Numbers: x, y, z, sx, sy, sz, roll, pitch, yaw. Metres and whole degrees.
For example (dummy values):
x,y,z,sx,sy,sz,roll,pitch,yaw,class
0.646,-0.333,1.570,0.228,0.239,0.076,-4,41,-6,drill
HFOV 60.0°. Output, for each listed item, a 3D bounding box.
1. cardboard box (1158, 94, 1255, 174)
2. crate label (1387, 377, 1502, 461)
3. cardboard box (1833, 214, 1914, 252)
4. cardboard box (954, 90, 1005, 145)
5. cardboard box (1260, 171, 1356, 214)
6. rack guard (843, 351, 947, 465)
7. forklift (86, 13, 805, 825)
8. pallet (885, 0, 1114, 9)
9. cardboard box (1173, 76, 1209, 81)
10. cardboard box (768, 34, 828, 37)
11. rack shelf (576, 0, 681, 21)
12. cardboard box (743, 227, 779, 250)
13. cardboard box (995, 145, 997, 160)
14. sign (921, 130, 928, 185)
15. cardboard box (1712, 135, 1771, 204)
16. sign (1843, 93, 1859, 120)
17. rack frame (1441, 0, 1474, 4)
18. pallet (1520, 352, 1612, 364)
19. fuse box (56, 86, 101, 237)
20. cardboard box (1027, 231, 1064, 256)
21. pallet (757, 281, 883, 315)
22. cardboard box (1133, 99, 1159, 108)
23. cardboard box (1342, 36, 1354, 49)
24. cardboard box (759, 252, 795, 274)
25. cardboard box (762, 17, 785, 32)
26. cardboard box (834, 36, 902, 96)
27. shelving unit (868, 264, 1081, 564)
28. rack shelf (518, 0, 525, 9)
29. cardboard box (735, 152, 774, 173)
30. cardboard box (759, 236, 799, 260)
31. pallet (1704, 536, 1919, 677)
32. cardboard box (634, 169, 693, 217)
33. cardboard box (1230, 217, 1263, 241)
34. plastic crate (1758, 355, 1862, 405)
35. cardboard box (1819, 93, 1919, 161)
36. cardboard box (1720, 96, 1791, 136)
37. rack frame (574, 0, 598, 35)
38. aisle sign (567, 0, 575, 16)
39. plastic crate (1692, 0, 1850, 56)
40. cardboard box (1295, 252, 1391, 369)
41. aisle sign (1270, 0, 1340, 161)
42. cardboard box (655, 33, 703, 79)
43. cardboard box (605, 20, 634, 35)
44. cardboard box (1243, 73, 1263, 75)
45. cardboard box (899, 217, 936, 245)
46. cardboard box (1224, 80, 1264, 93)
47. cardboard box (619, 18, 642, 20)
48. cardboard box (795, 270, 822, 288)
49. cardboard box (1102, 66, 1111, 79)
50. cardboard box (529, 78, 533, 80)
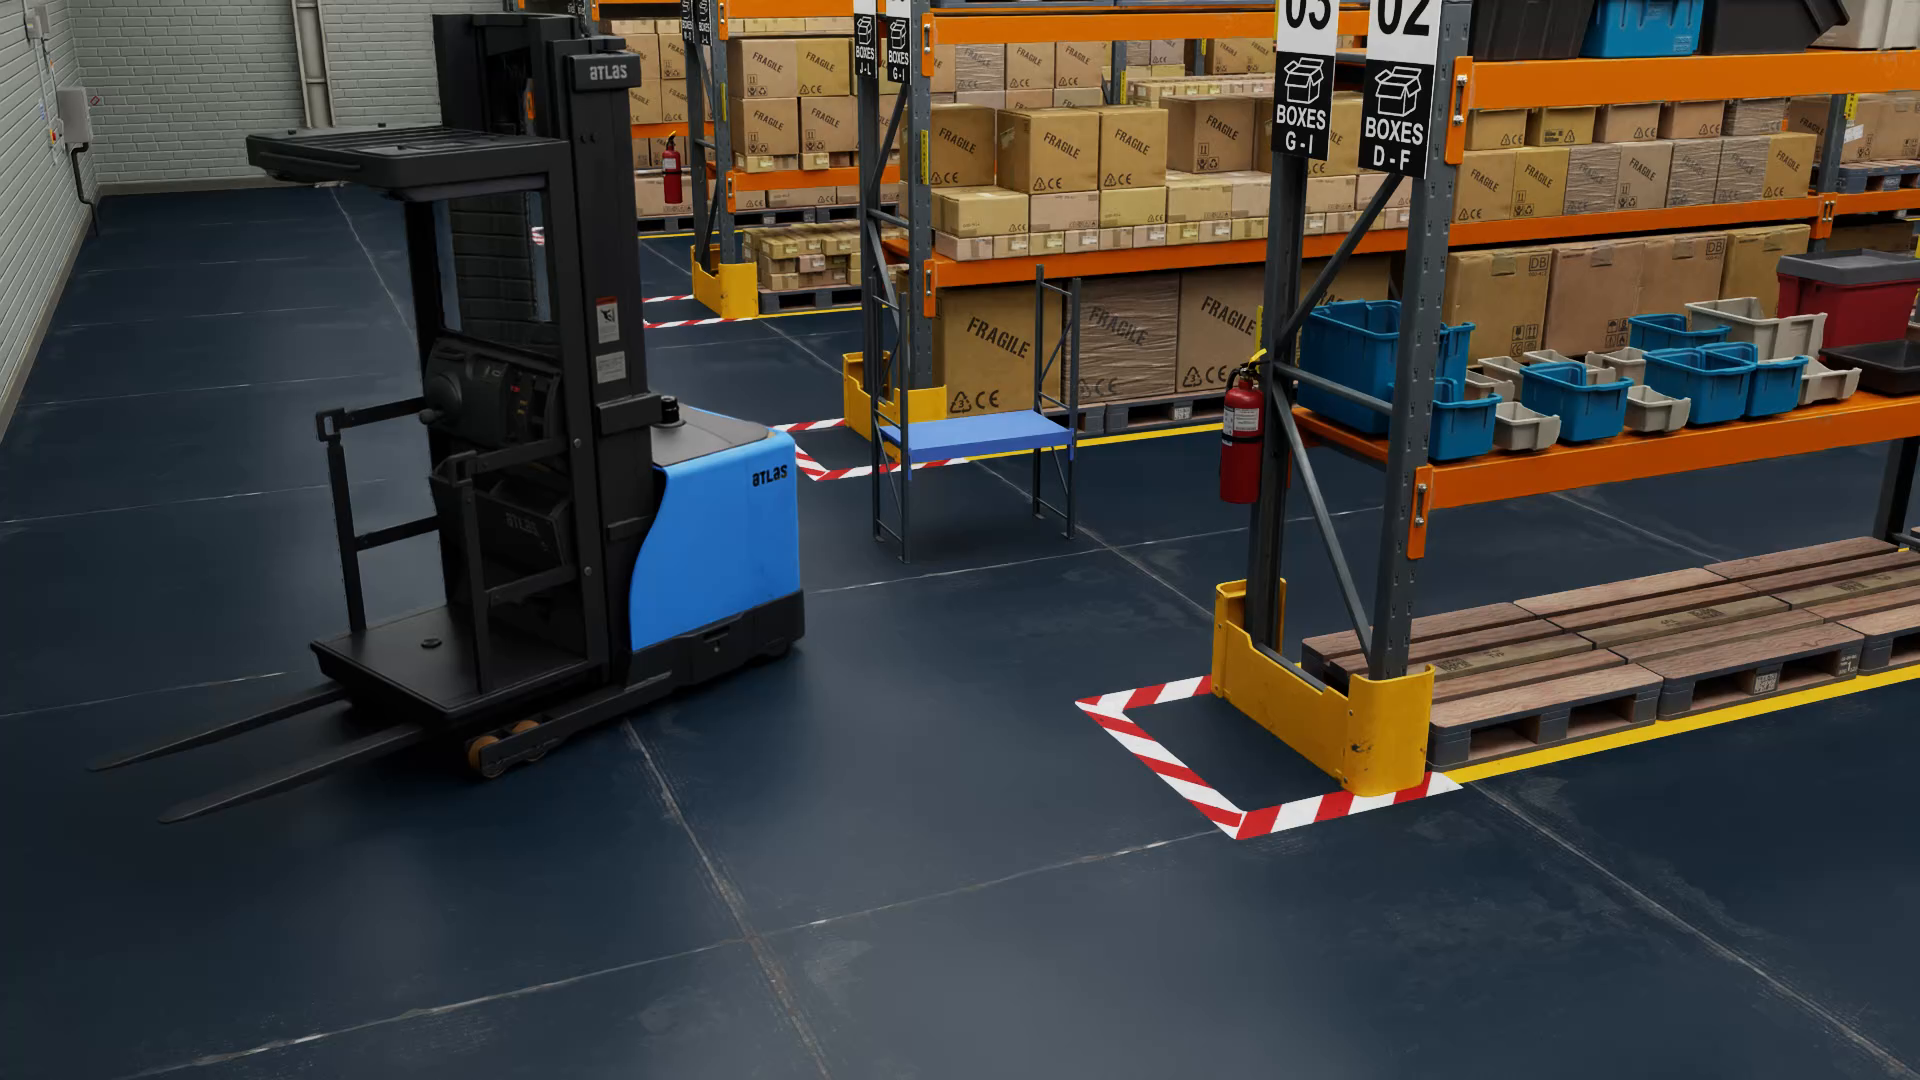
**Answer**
x,y,z,sx,sy,sz,roll,pitch,yaw,class
1.767,-2.934,11.989,0.500,0.500,0.500,-9,21,-24,cardboard box
1.885,-0.473,6.512,0.303,0.233,0.416,-8,21,-22,crate label
7.998,-2.707,14.666,0.500,0.250,0.500,-6,20,-16,cardboard box
0.100,-4.059,15.935,0.500,0.500,0.500,-8,21,-22,cardboard box
2.463,-2.491,11.859,0.500,0.250,0.500,-7,21,-20,cardboard box
-0.456,-0.920,11.383,0.348,0.500,1.175,-8,21,-22,rack guard
-2.102,-0.605,6.826,1.130,2.935,3.031,16,25,39,forklift
0.243,-3.576,10.779,1.213,0.211,1.003,-8,21,-22,pallet
2.384,-4.731,17.291,0.250,0.149,0.380,-8,21,-22,cardboard box
-1.519,-4.490,15.654,0.500,0.500,0.500,-9,21,-24,cardboard box
-2.523,-6.463,19.928,4.000,0.370,1.077,-8,21,-22,rack shelf
-1.920,-2.909,16.032,0.250,0.149,0.380,-8,21,-21,cardboard box
0.251,-3.772,16.096,0.250,0.149,0.380,-9,21,-24,cardboard box
-0.220,-2.378,10.337,0.005,0.325,0.100,-8,21,-22,sign
6.097,-2.998,13.368,0.500,0.500,0.500,-8,21,-22,cardboard box
7.135,-3.532,13.294,0.005,0.325,0.100,-8,21,-22,sign
1.528,-3.422,5.690,0.127,3.000,1.000,-8,21,-22,rack frame
5.040,-1.600,13.747,1.213,0.211,1.003,-8,21,-22,pallet
-10.226,-4.428,19.520,0.414,1.711,0.539,-8,21,-22,fuse box
0.493,-1.998,11.058,0.250,0.149,0.380,-9,21,-23,cardboard box
-1.476,-2.419,16.074,1.213,0.211,1.003,-8,21,-22,pallet
1.911,-4.286,16.476,0.250,0.149,0.380,-8,21,-21,cardboard box
5.395,-6.826,23.162,0.500,0.500,0.500,-7,21,-20,cardboard box
-1.723,-2.612,15.638,0.250,0.149,0.380,-7,21,-20,cardboard box
-2.262,-6.152,19.845,0.250,0.149,0.380,-8,21,-22,cardboard box
-0.841,-4.395,15.385,0.500,0.500,0.500,-9,21,-23,cardboard box
0.078,-0.719,9.305,1.048,1.500,0.538,-8,21,-22,shelving unit
-4.492,-7.976,24.225,4.000,0.370,1.077,-8,21,-22,rack shelf
-1.878,-3.452,15.189,0.250,0.149,0.380,-8,21,-22,cardboard box
-1.690,-2.727,15.516,0.250,0.149,0.380,-9,21,-24,cardboard box
4.541,0.306,8.336,1.213,0.211,1.003,-8,21,-22,pallet
-3.793,-4.231,20.248,0.875,0.438,0.875,-9,21,-24,cardboard box
1.909,-2.201,11.634,0.250,0.149,0.380,-9,21,-23,cardboard box
3.721,-0.701,7.304,0.466,0.136,0.293,-8,21,-22,plastic crate
7.865,-3.587,14.411,0.500,0.500,0.700,-5,20,-14,cardboard box
6.234,-3.584,13.523,0.637,0.503,0.797,-7,21,-20,cardboard box
-4.359,-5.124,19.559,0.127,3.000,1.000,-8,21,-22,rack frame
-4.548,-6.436,19.369,0.004,0.787,0.394,-8,21,-22,aisle sign
3.040,-2.095,6.532,0.767,0.338,0.504,-8,21,-22,plastic crate
2.601,-1.762,12.577,0.875,0.875,0.875,-8,21,-22,cardboard box
1.346,-1.898,6.482,0.004,0.787,0.394,-8,21,-22,aisle sign
-3.334,-5.690,19.508,0.500,0.500,0.500,-9,21,-23,cardboard box
-3.924,-5.911,19.162,0.250,0.149,0.380,-8,21,-21,cardboard box
3.901,-6.291,22.619,0.250,0.149,0.380,-10,22,-25,cardboard box
-0.237,-2.131,11.436,0.250,0.149,0.380,-8,21,-21,cardboard box
2.866,-4.564,16.817,0.250,0.149,0.380,-8,21,-22,cardboard box
-3.885,-6.098,19.692,0.250,0.149,0.380,-8,21,-21,cardboard box
-1.490,-2.512,15.801,0.250,0.149,0.380,-8,21,-22,cardboard box
1.711,-6.059,21.685,0.500,0.250,0.500,-9,21,-23,cardboard box
-6.012,-6.849,24.234,0.500,0.250,0.500,-8,21,-20,cardboard box
